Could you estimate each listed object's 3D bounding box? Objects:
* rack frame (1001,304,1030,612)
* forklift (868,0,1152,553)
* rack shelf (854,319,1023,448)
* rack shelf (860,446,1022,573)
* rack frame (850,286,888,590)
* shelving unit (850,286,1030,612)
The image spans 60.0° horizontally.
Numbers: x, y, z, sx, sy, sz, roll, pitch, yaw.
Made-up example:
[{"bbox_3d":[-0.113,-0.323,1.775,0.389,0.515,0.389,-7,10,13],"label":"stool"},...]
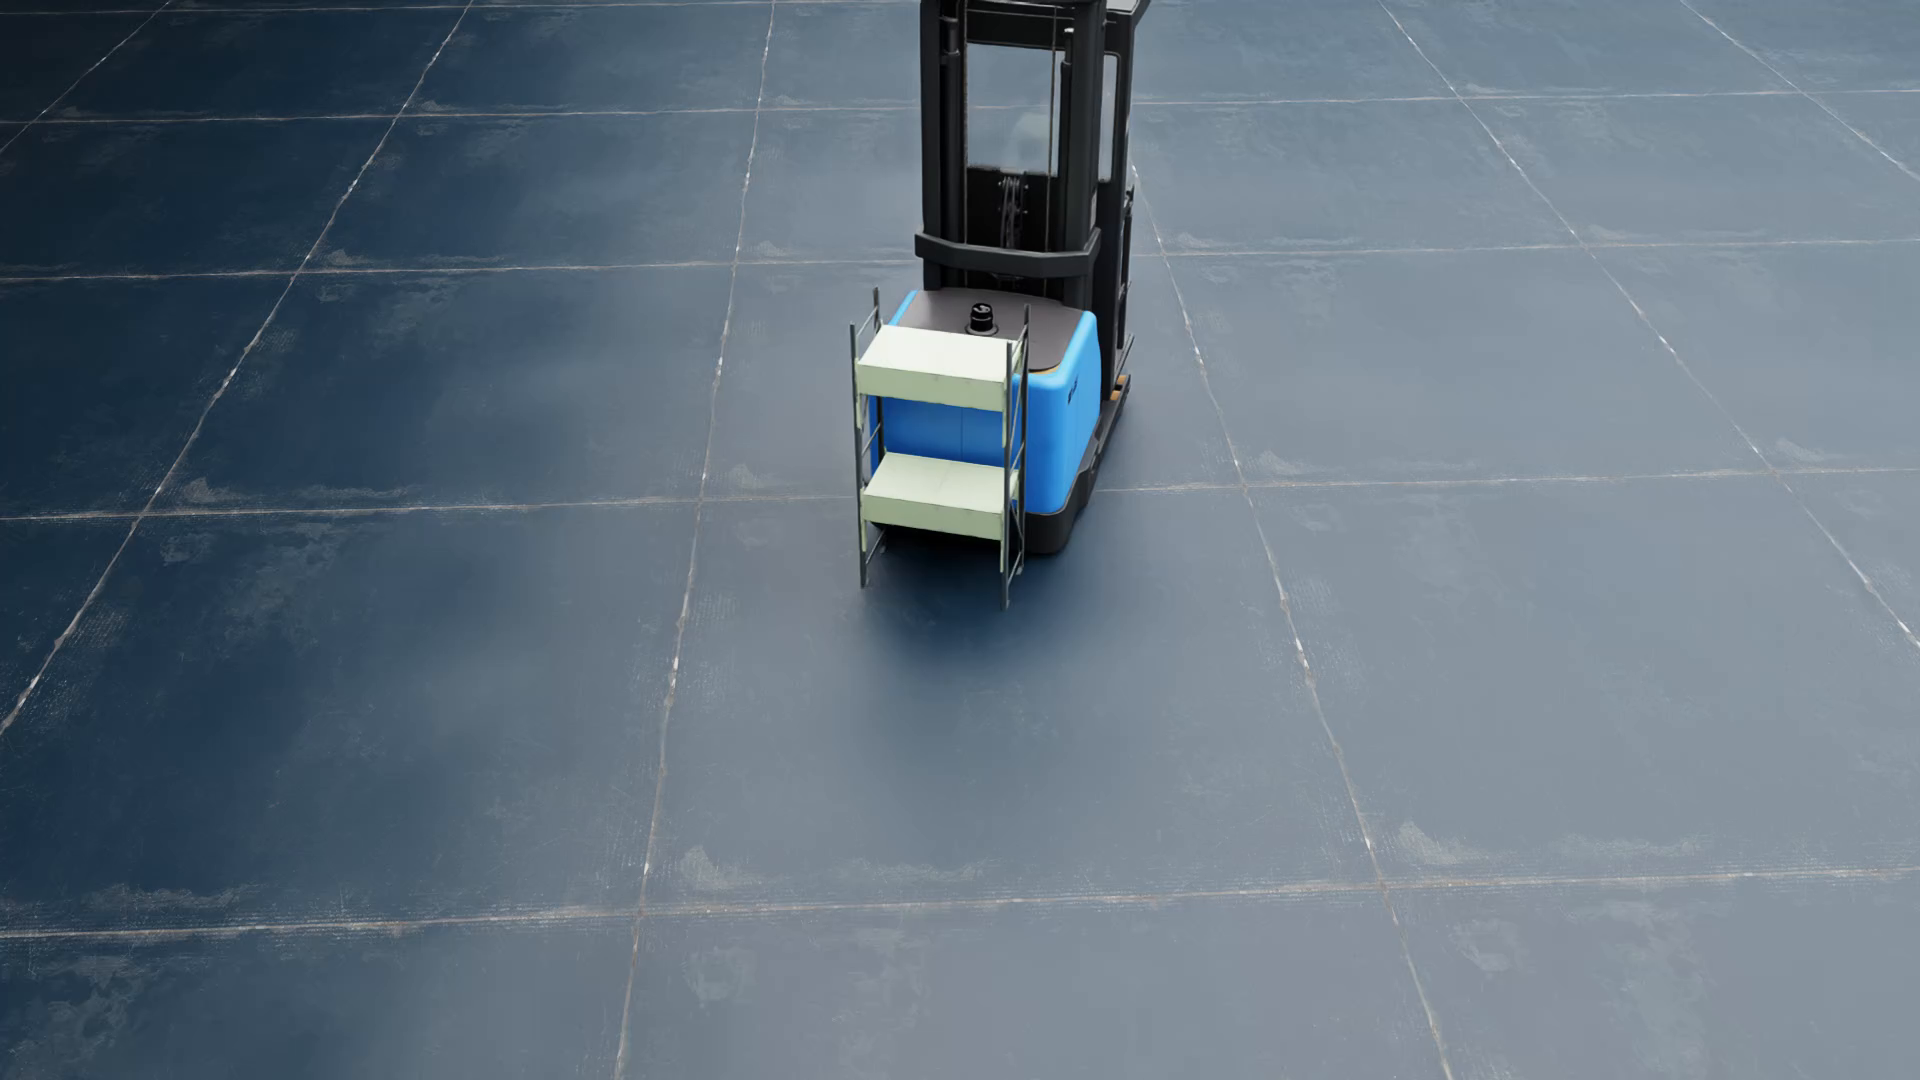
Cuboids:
[{"bbox_3d":[0.267,-0.372,8.006,0.023,1.500,0.400,8,36,12],"label":"rack frame"},{"bbox_3d":[0.398,-1.972,9.061,1.130,2.935,3.031,9,36,12],"label":"forklift"},{"bbox_3d":[-0.087,-0.745,7.859,0.720,0.370,0.431,8,36,12],"label":"rack shelf"},{"bbox_3d":[-0.087,-0.156,8.267,0.720,0.370,0.431,8,36,12],"label":"rack shelf"},{"bbox_3d":[-0.442,-0.476,8.157,0.023,1.500,0.400,8,36,12],"label":"rack frame"},{"bbox_3d":[-0.087,-0.424,8.081,0.755,1.500,0.431,8,36,12],"label":"shelving unit"}]
